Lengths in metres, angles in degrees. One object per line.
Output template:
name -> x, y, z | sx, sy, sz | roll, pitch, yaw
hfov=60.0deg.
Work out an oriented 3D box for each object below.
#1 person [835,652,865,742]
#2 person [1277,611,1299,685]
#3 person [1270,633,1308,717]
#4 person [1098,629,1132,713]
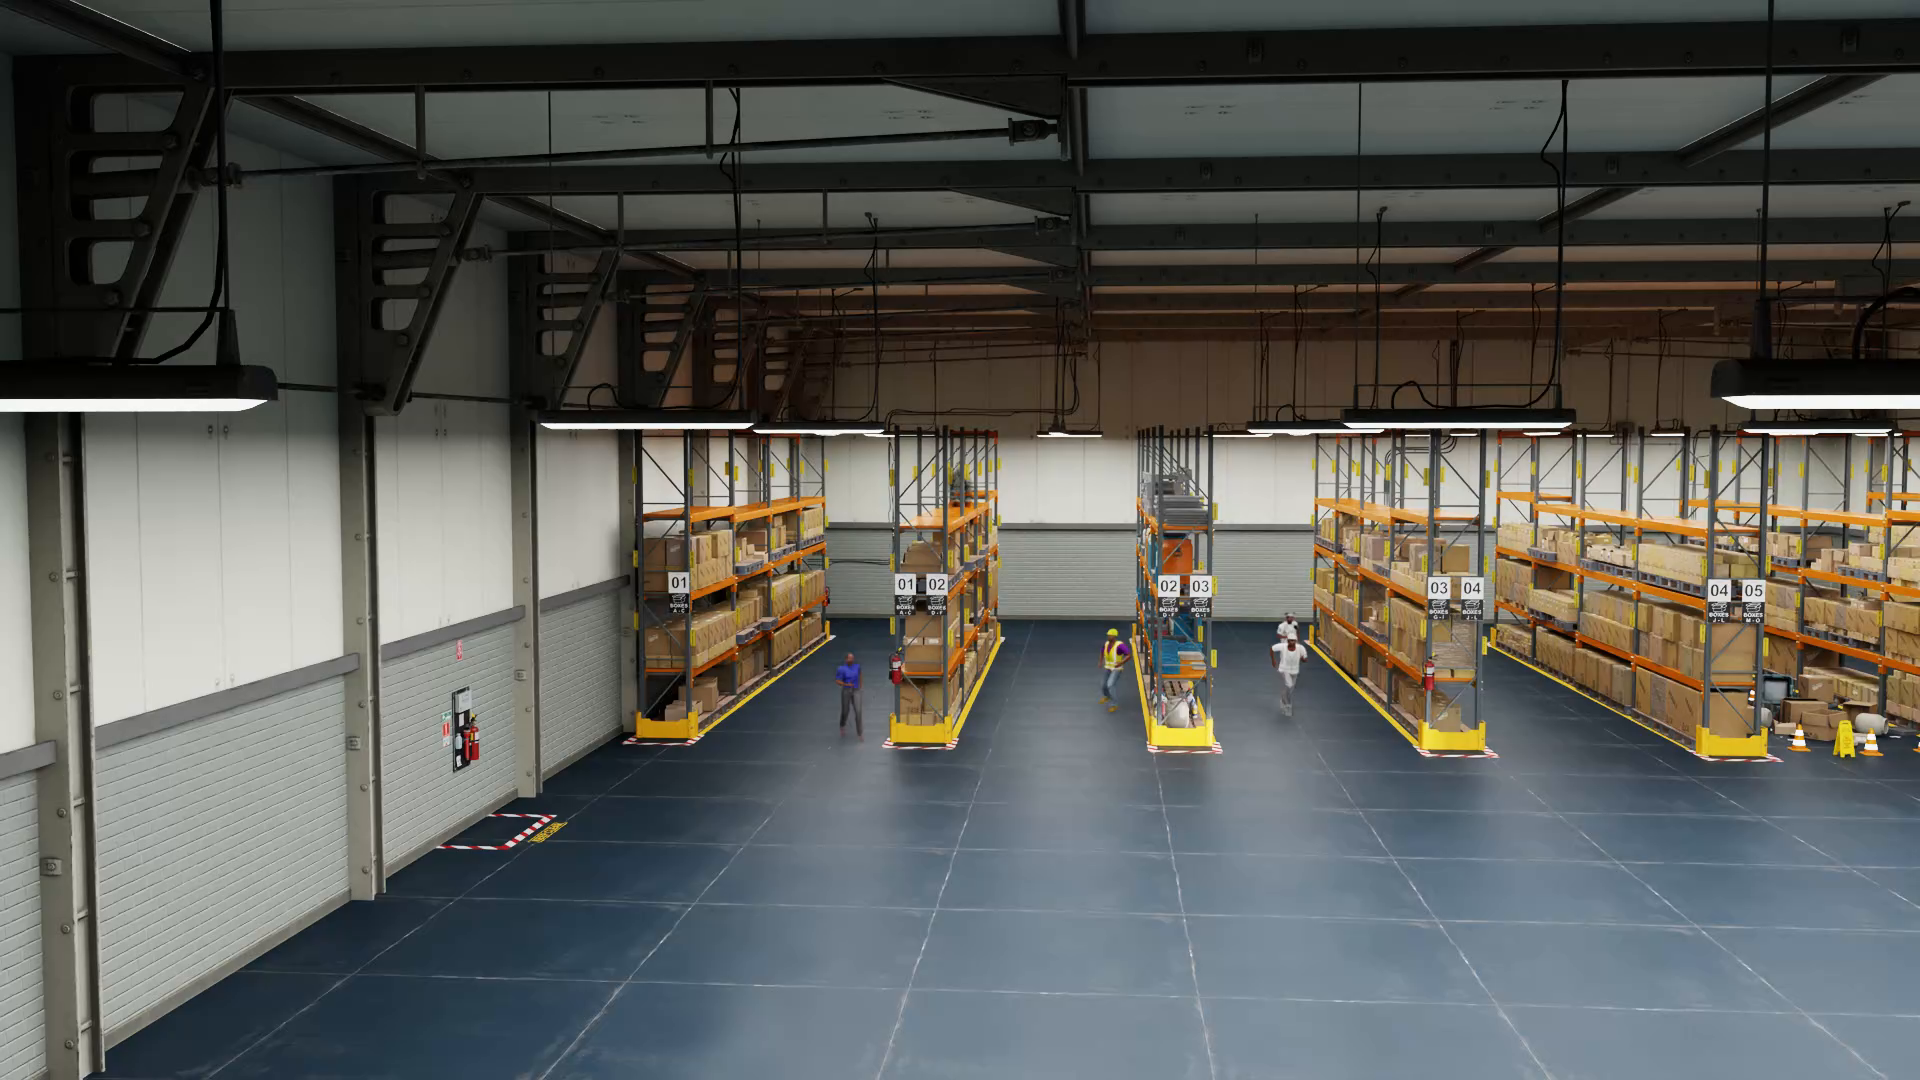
person -> -2.110, 2.963, 31.759 | 0.587, 1.676, 0.913 | -1, 4, -18
person -> 7.759, 2.525, 39.323 | 0.601, 1.731, 0.918 | 0, 3, -6
person -> 6.840, 2.784, 34.613 | 0.686, 1.749, 0.940 | -1, 3, -11
person -> 3.215, 2.754, 35.272 | 0.915, 1.762, 0.743 | 3, 5, 42
